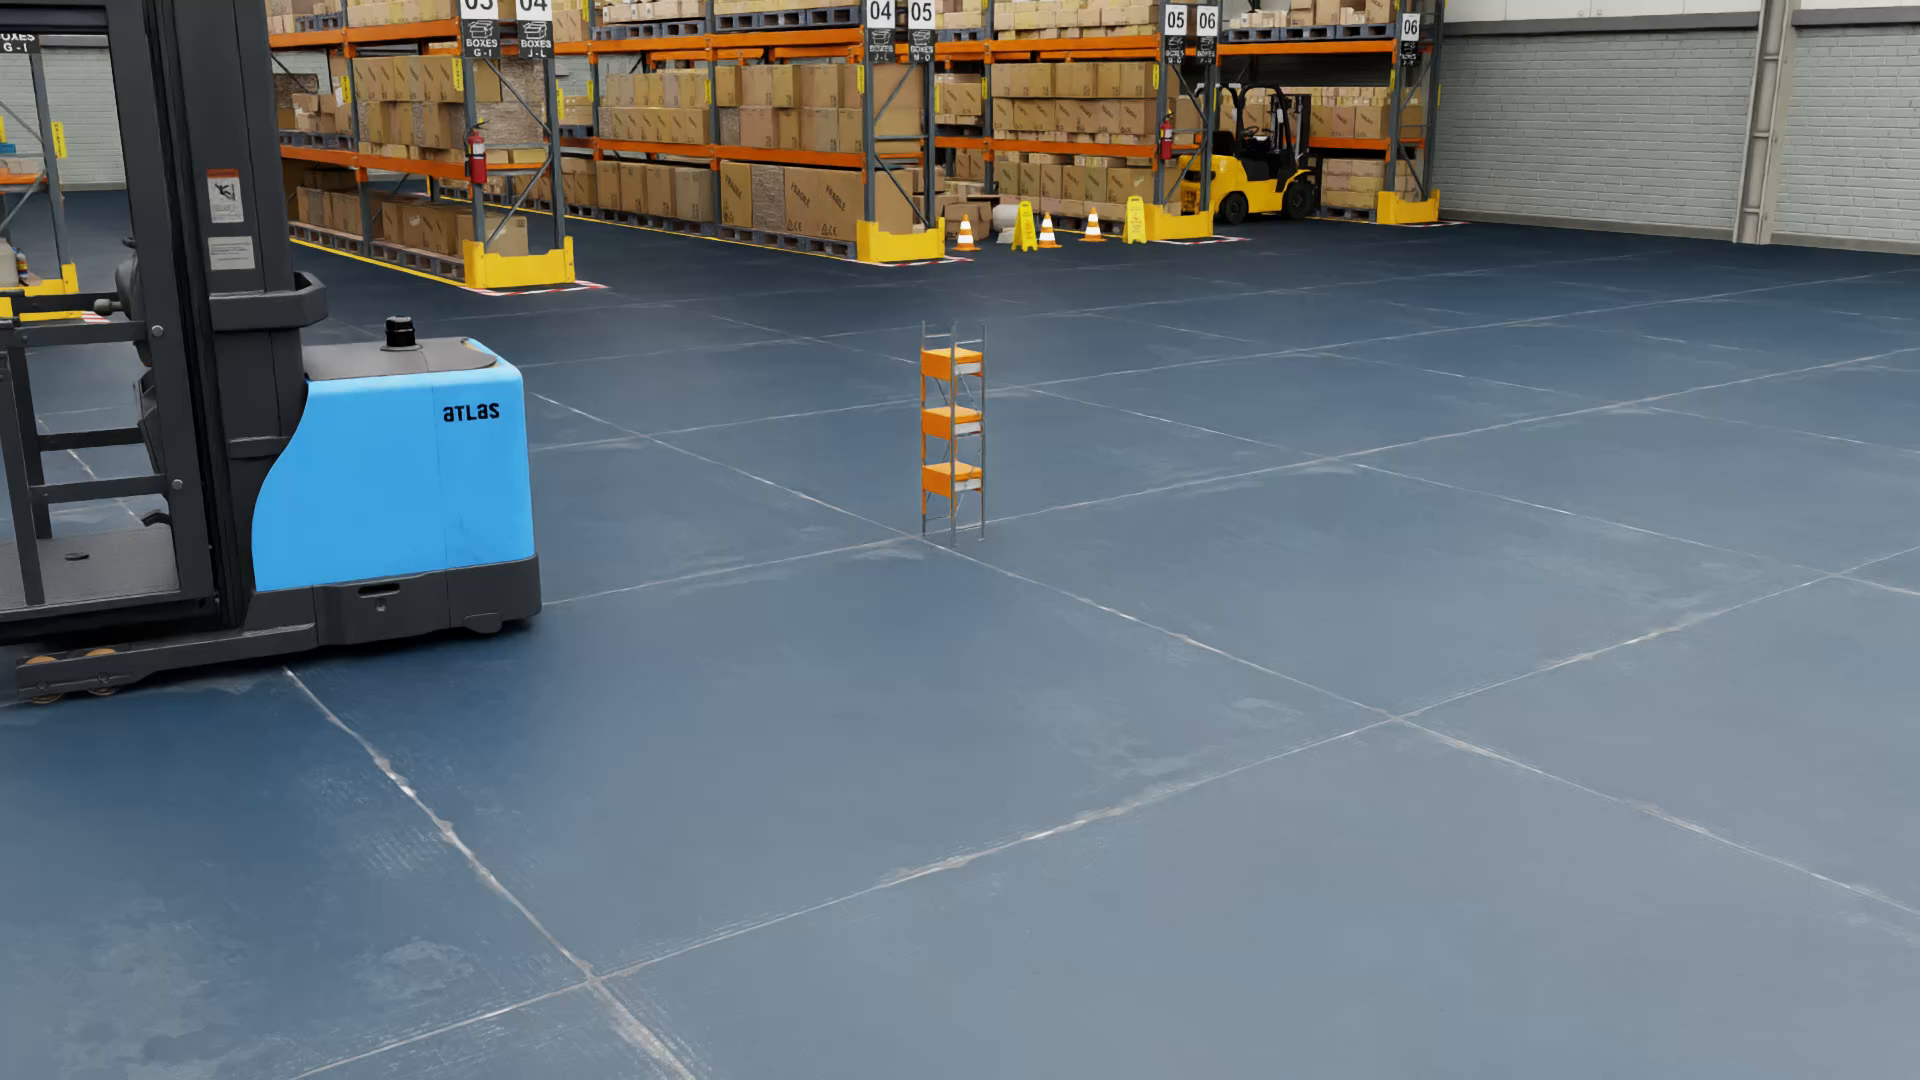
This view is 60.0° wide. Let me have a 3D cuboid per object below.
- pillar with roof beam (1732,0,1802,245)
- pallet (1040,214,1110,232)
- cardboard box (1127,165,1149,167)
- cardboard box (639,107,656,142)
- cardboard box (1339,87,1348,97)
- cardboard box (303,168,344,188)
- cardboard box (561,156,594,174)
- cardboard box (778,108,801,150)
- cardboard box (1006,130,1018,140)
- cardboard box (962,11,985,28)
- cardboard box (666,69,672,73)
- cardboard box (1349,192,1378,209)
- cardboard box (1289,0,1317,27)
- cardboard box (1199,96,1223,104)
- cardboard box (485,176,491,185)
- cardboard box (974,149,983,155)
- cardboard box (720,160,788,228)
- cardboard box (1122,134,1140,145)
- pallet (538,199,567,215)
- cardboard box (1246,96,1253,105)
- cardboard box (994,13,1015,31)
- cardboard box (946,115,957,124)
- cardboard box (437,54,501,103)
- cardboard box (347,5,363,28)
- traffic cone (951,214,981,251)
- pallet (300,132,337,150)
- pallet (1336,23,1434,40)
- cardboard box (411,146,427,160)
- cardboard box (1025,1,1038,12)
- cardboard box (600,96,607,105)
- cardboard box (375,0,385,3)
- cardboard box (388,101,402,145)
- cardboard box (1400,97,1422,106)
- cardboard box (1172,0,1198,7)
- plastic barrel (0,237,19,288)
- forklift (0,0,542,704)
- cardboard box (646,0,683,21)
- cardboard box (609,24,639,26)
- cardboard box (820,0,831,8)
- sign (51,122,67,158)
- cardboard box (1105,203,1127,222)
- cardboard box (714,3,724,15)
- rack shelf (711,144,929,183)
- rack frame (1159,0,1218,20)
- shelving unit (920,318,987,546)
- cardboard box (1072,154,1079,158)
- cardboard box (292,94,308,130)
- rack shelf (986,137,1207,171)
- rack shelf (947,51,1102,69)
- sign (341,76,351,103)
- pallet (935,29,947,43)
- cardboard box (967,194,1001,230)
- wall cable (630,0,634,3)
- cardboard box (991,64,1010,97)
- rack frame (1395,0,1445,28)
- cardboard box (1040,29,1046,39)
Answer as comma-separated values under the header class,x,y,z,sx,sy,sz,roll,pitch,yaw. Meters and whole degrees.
class,x,y,z,sx,sy,sz,roll,pitch,yaw
pillar with roof beam,7.566,-7.816,19.585,9.100,9.000,0.400,-11,19,-35
pallet,1.980,-4.922,25.660,1.003,0.211,1.213,-11,19,-35
cardboard box,2.611,-5.381,25.046,0.500,0.500,0.500,-12,19,-37
cardboard box,-4.527,-6.318,25.288,0.500,0.500,0.500,-11,19,-35
cardboard box,6.387,-7.295,27.067,0.380,0.149,0.250,-11,19,-34
cardboard box,-9.114,-5.211,23.916,0.500,0.250,0.500,-10,18,-32
cardboard box,-6.381,-6.300,27.931,0.500,0.250,0.500,-11,19,-34
cardboard box,-1.926,-5.526,22.300,0.875,0.550,0.500,-11,19,-35
cardboard box,0.952,-6.382,26.186,0.380,0.149,0.250,-10,18,-33
cardboard box,0.375,-8.345,26.690,0.500,0.250,0.500,-11,19,-36
cardboard box,-5.964,-9.834,35.014,0.380,0.149,0.250,-10,18,-33
cardboard box,6.668,-5.510,26.940,0.500,0.250,0.500,-11,19,-34
cardboard box,5.908,-8.752,27.508,0.797,0.503,0.637,-10,18,-33
cardboard box,4.468,-7.836,29.608,0.380,0.149,0.250,-10,18,-33
cardboard box,-8.596,-6.683,30.854,0.380,0.149,0.250,-12,19,-36
cardboard box,0.526,-8.237,35.200,0.380,0.149,0.250,-12,19,-37
cardboard box,-2.796,-4.908,23.557,0.875,0.875,0.875,-11,19,-34
cardboard box,2.556,-5.774,23.966,0.380,0.149,0.250,-11,19,-35
pallet,-6.632,-5.812,28.912,1.003,0.211,1.213,-11,19,-35
cardboard box,5.152,-7.583,28.681,0.380,0.149,0.250,-11,19,-35
cardboard box,0.873,-8.047,25.834,0.500,0.250,0.500,-11,19,-36
cardboard box,-0.012,-6.923,27.367,0.380,0.149,0.250,-11,19,-35
cardboard box,-5.352,-5.026,18.112,0.500,0.500,0.500,-11,19,-35
cardboard box,-7.123,-6.366,20.256,0.500,0.250,0.500,-12,19,-37
traffic cone,0.079,-4.132,22.296,0.336,0.463,0.334,-11,19,-35
pallet,-8.335,-5.473,22.753,1.003,0.211,1.213,-11,19,-35
pallet,6.805,-8.142,26.627,1.003,0.211,1.213,-11,19,-35
cardboard box,-6.130,-4.485,19.256,0.380,0.149,0.250,-11,19,-35
cardboard box,1.214,-8.089,25.232,0.380,0.149,0.250,-11,19,-35
cardboard box,-5.736,-7.284,27.561,0.380,0.149,0.250,-11,19,-36
cardboard box,-6.620,-6.353,19.454,0.380,0.149,0.250,-11,19,-36
cardboard box,-6.325,-5.010,19.946,0.875,0.500,0.500,-11,19,-35
cardboard box,7.211,-7.057,26.758,0.380,0.149,0.250,-11,19,-36
cardboard box,3.143,-7.629,23.552,0.380,0.149,0.250,-11,19,-35
plastic barrel,-9.284,-2.636,15.942,0.421,0.512,0.421,0,15,0
forklift,-3.252,-0.987,6.131,3.031,2.935,1.130,-7,17,-25
cardboard box,-4.318,-7.870,24.652,0.500,0.311,0.500,-12,19,-37
cardboard box,-5.581,-8.388,27.170,0.500,0.500,0.500,-11,19,-35
cardboard box,-1.526,-6.725,20.774,0.380,0.149,0.250,-11,19,-34
sign,-8.387,-3.722,15.470,0.100,0.325,0.005,-11,19,-35
cardboard box,2.480,-4.824,24.432,0.500,0.250,0.500,-11,19,-35
cardboard box,-3.170,-7.322,22.954,0.380,0.149,0.250,-11,19,-35
rack shelf,-1.933,-5.102,22.397,1.077,0.370,4.000,-11,19,-35
rack frame,3.187,-8.705,22.835,1.000,3.000,0.127,-11,19,-35
shelving unit,-0.031,-0.518,7.979,0.215,1.050,0.252,-11,19,-35
cardboard box,2.442,-7.761,33.459,0.380,0.149,0.250,-10,18,-32
cardboard box,-9.183,-6.123,23.782,0.500,0.500,0.500,-14,21,-41
rack shelf,2.011,-5.892,25.283,1.077,0.370,4.000,-11,19,-35
rack shelf,1.321,-9.818,33.946,1.077,0.370,4.000,-11,19,-35
sign,-7.627,-5.599,20.658,0.100,0.325,0.005,-11,19,-35
pallet,-0.054,-8.391,27.726,1.213,0.211,1.003,-11,19,-35
cardboard box,0.365,-5.021,25.470,0.500,0.500,0.500,1,15,4
wall cable,-6.907,-13.851,41.566,2.988,3.039,0.133,-11,19,-35
cardboard box,0.919,-7.212,26.097,0.700,0.500,0.500,-11,19,-35
rack frame,7.200,-9.476,25.653,1.000,3.000,0.127,-11,19,-35
cardboard box,1.427,-7.668,25.204,0.380,0.149,0.250,-12,19,-36
